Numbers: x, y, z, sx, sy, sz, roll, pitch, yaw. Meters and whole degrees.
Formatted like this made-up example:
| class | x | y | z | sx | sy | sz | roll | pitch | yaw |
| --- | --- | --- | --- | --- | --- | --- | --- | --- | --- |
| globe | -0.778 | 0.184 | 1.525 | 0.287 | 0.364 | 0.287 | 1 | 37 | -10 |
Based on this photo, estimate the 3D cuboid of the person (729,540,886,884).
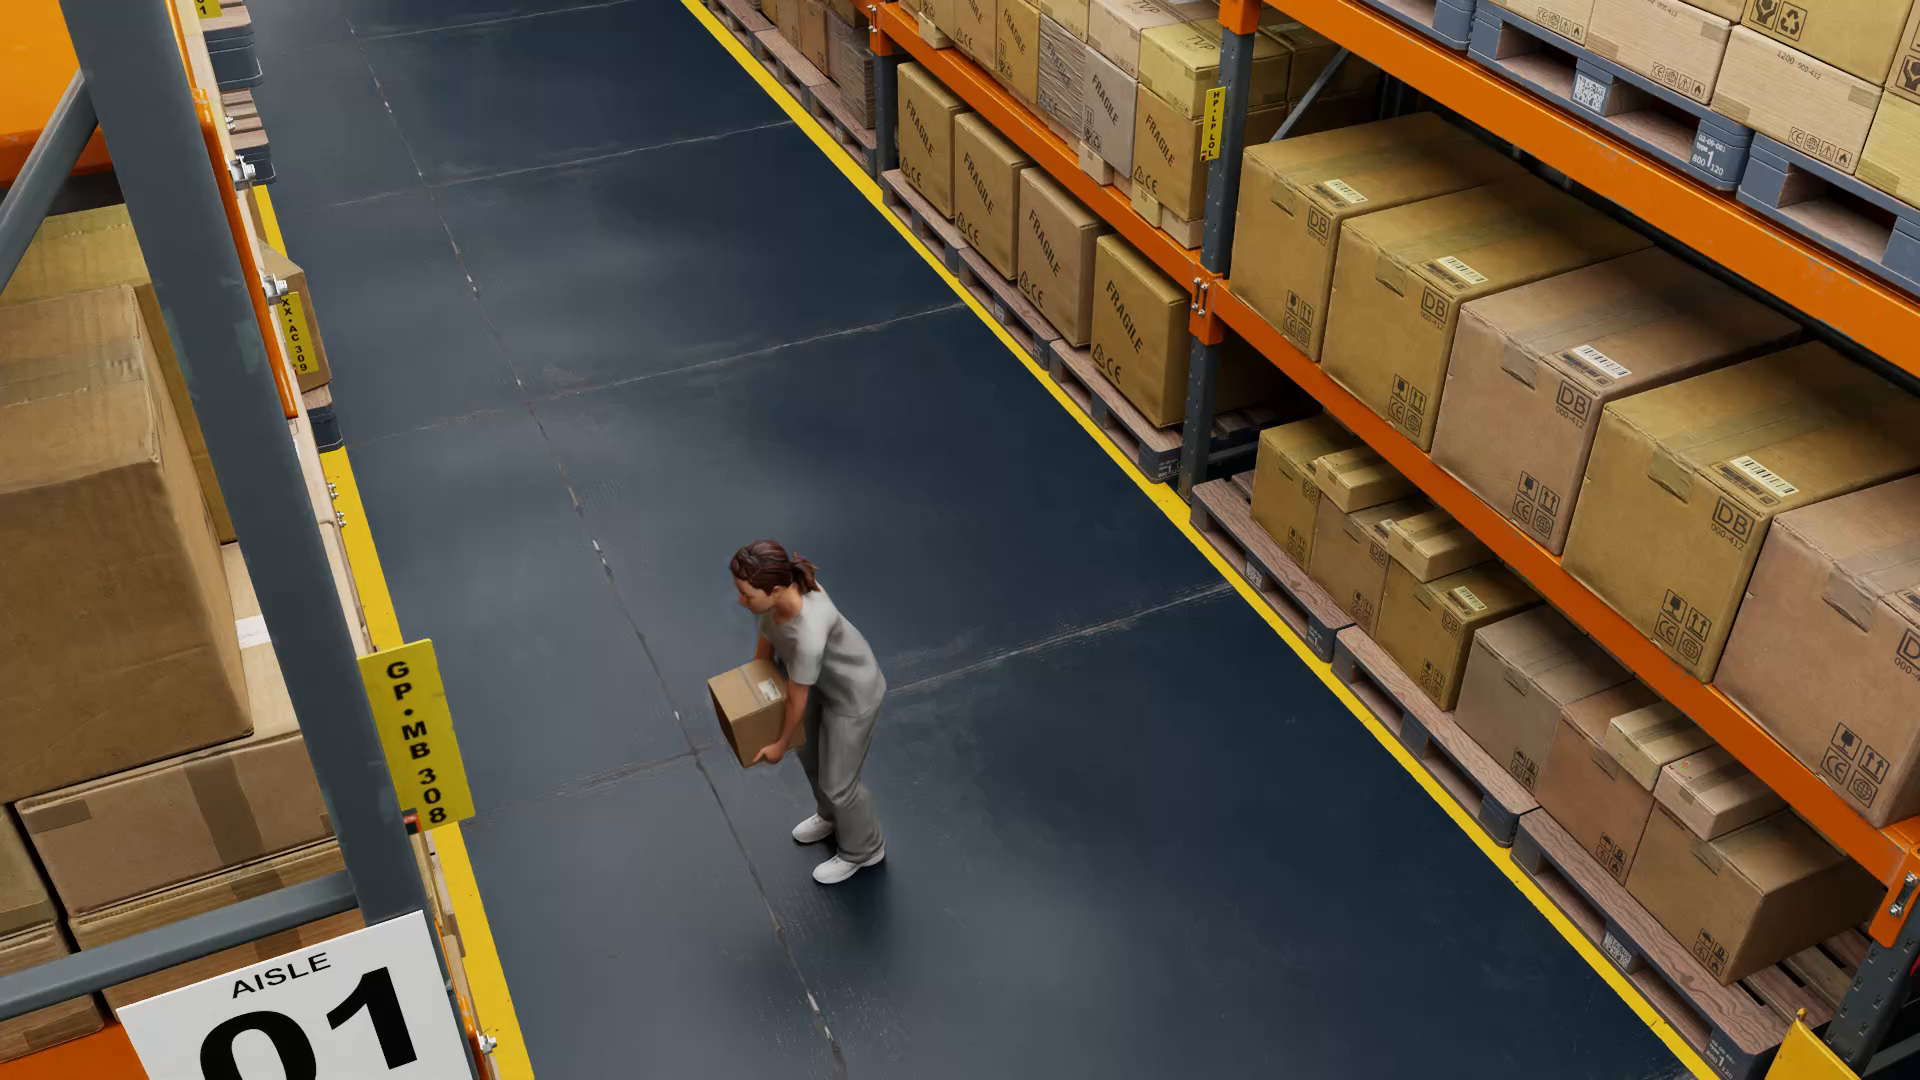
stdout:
| class | x | y | z | sx | sy | sz | roll | pitch | yaw |
| --- | --- | --- | --- | --- | --- | --- | --- | --- | --- |
| person | -0.548 | 0.616 | 6.113 | 0.550 | 1.606 | 0.407 | -17 | 40 | -20 |
